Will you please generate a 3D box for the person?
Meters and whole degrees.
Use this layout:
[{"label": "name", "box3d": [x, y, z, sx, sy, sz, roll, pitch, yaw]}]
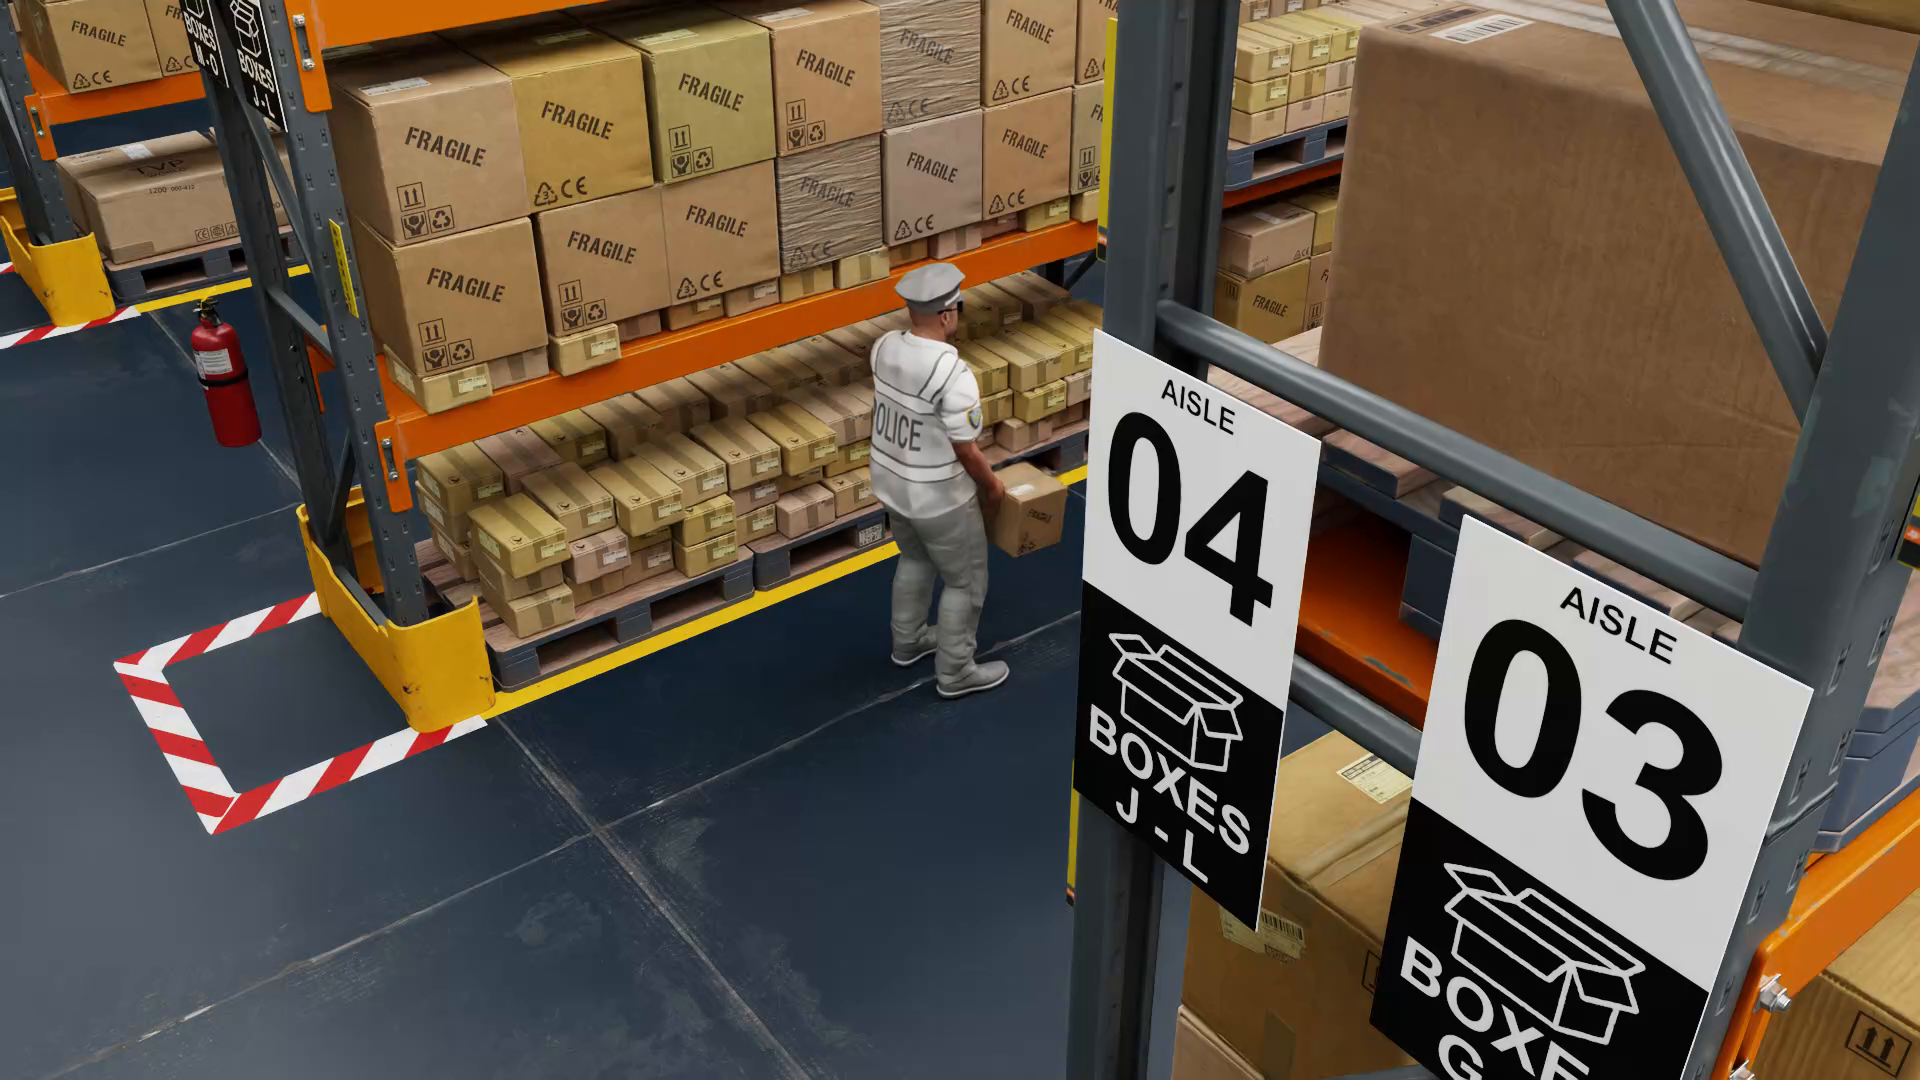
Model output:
[{"label": "person", "box3d": [-0.097, -0.218, 6.462, 0.456, 1.765, 0.542, -24, 39, -33]}]
